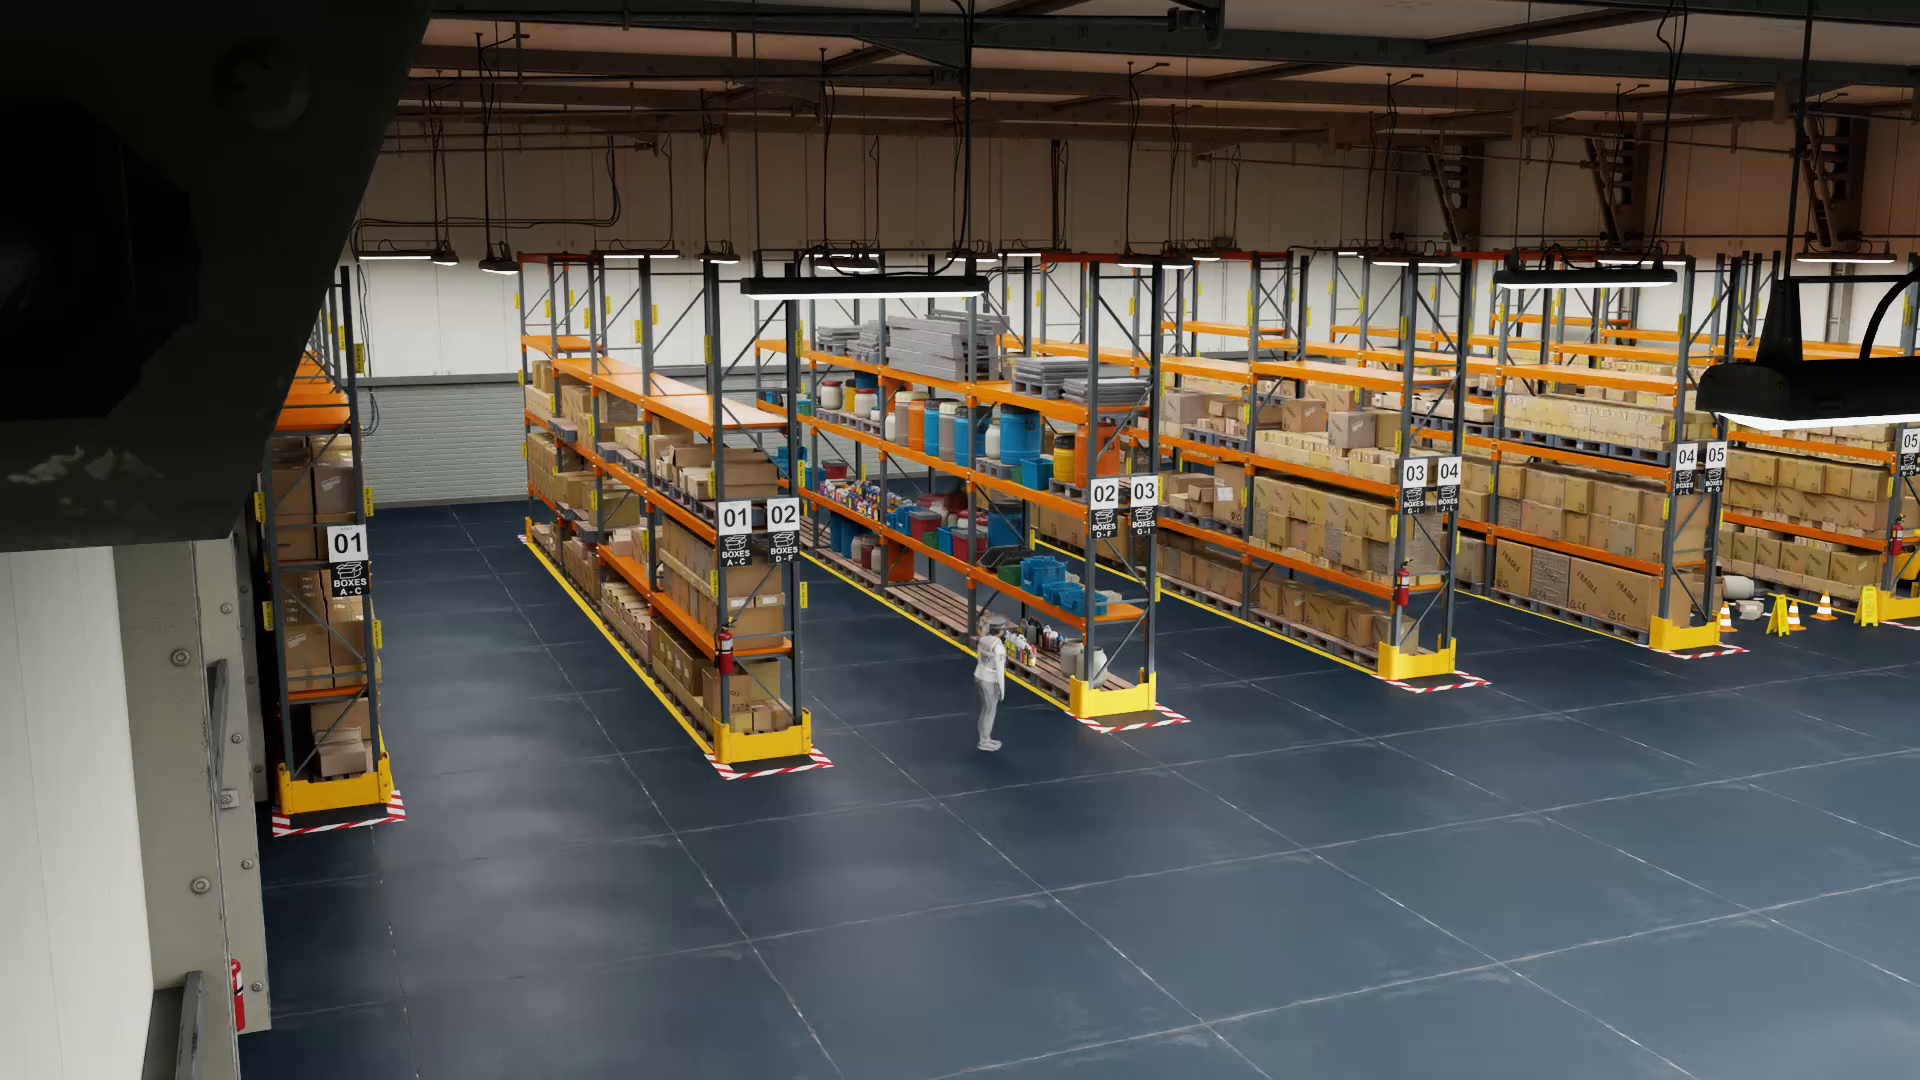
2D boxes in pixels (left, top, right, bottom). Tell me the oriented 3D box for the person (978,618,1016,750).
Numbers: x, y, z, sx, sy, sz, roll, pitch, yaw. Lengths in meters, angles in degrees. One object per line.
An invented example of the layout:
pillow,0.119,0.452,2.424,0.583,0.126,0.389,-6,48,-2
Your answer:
person,0.456,1.798,20.705,0.431,1.656,0.542,-5,12,-26
